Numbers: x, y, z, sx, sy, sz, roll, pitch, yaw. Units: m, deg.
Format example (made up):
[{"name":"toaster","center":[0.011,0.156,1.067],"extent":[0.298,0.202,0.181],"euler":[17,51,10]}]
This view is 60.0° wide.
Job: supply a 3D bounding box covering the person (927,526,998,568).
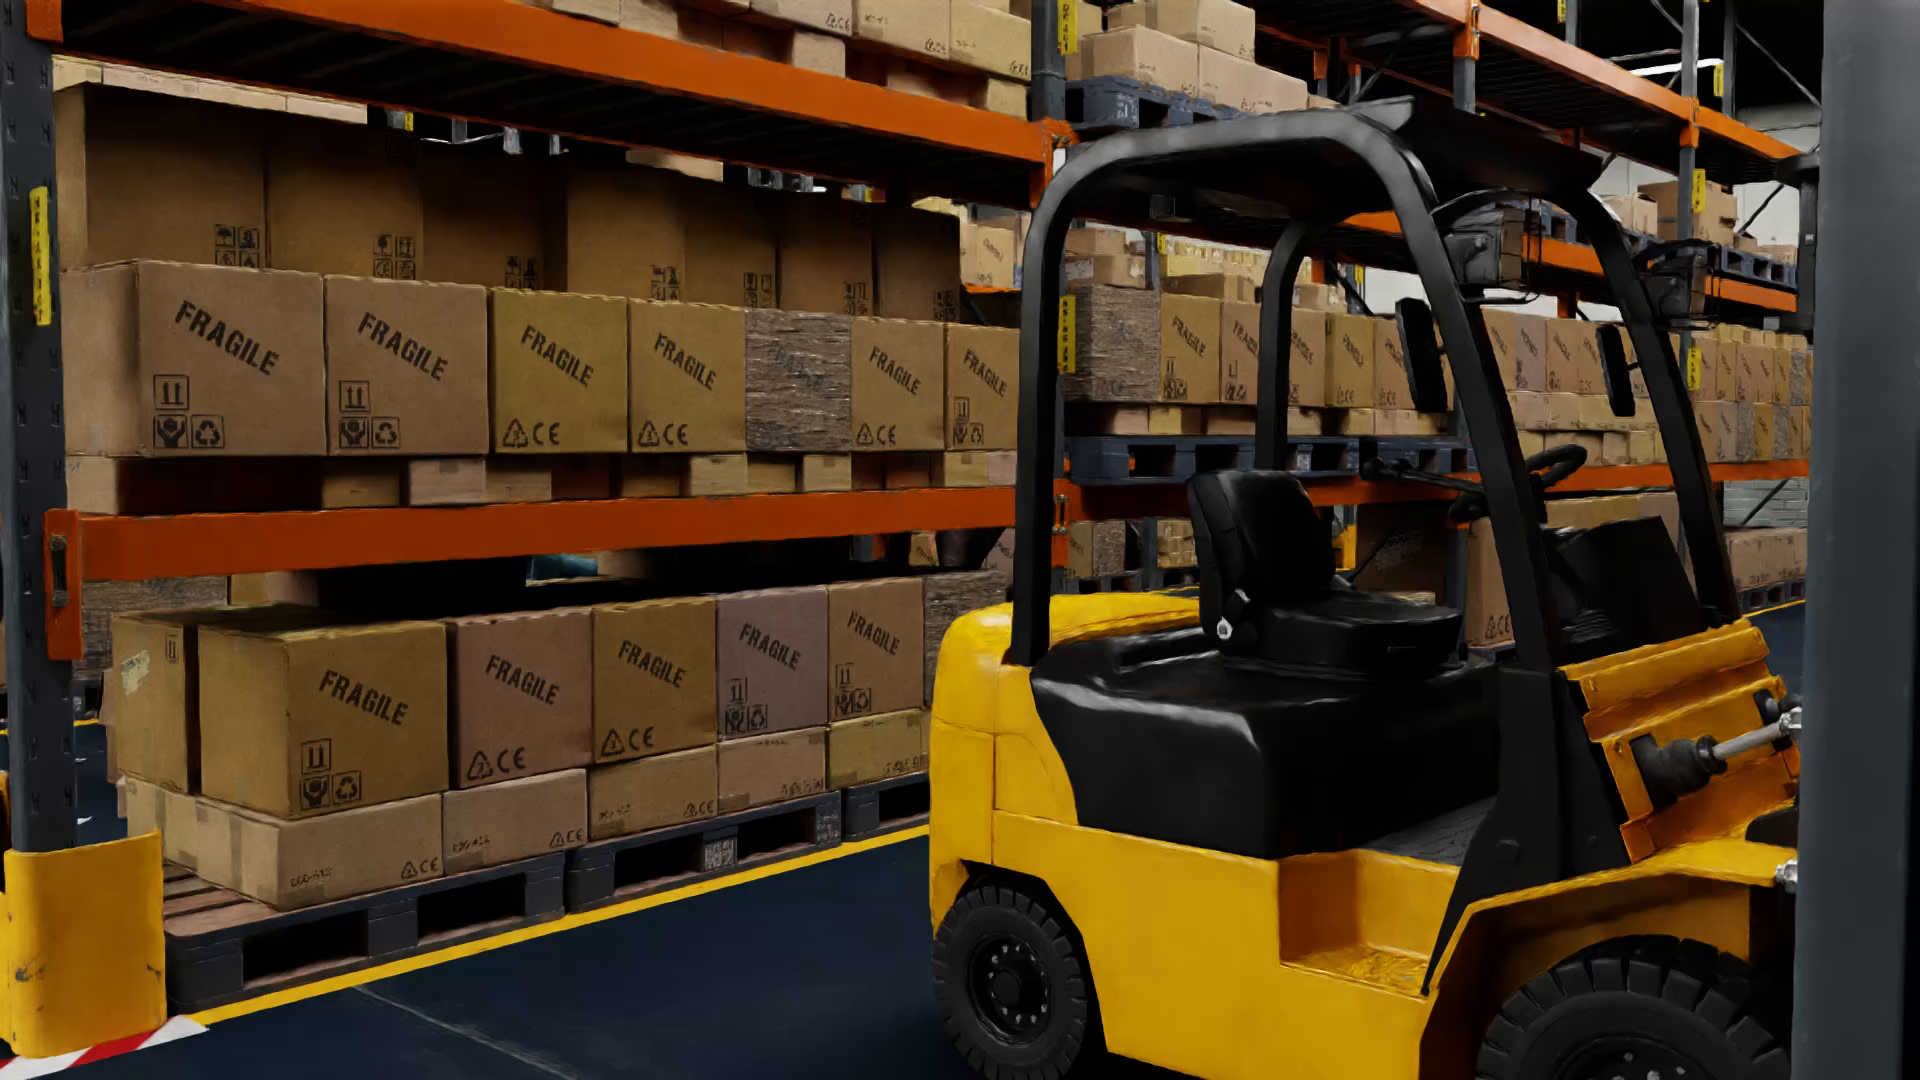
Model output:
[{"name":"person","center":[-0.002,-0.067,11.323],"extent":[0.577,1.722,0.689],"euler":[3,5,44]}]
